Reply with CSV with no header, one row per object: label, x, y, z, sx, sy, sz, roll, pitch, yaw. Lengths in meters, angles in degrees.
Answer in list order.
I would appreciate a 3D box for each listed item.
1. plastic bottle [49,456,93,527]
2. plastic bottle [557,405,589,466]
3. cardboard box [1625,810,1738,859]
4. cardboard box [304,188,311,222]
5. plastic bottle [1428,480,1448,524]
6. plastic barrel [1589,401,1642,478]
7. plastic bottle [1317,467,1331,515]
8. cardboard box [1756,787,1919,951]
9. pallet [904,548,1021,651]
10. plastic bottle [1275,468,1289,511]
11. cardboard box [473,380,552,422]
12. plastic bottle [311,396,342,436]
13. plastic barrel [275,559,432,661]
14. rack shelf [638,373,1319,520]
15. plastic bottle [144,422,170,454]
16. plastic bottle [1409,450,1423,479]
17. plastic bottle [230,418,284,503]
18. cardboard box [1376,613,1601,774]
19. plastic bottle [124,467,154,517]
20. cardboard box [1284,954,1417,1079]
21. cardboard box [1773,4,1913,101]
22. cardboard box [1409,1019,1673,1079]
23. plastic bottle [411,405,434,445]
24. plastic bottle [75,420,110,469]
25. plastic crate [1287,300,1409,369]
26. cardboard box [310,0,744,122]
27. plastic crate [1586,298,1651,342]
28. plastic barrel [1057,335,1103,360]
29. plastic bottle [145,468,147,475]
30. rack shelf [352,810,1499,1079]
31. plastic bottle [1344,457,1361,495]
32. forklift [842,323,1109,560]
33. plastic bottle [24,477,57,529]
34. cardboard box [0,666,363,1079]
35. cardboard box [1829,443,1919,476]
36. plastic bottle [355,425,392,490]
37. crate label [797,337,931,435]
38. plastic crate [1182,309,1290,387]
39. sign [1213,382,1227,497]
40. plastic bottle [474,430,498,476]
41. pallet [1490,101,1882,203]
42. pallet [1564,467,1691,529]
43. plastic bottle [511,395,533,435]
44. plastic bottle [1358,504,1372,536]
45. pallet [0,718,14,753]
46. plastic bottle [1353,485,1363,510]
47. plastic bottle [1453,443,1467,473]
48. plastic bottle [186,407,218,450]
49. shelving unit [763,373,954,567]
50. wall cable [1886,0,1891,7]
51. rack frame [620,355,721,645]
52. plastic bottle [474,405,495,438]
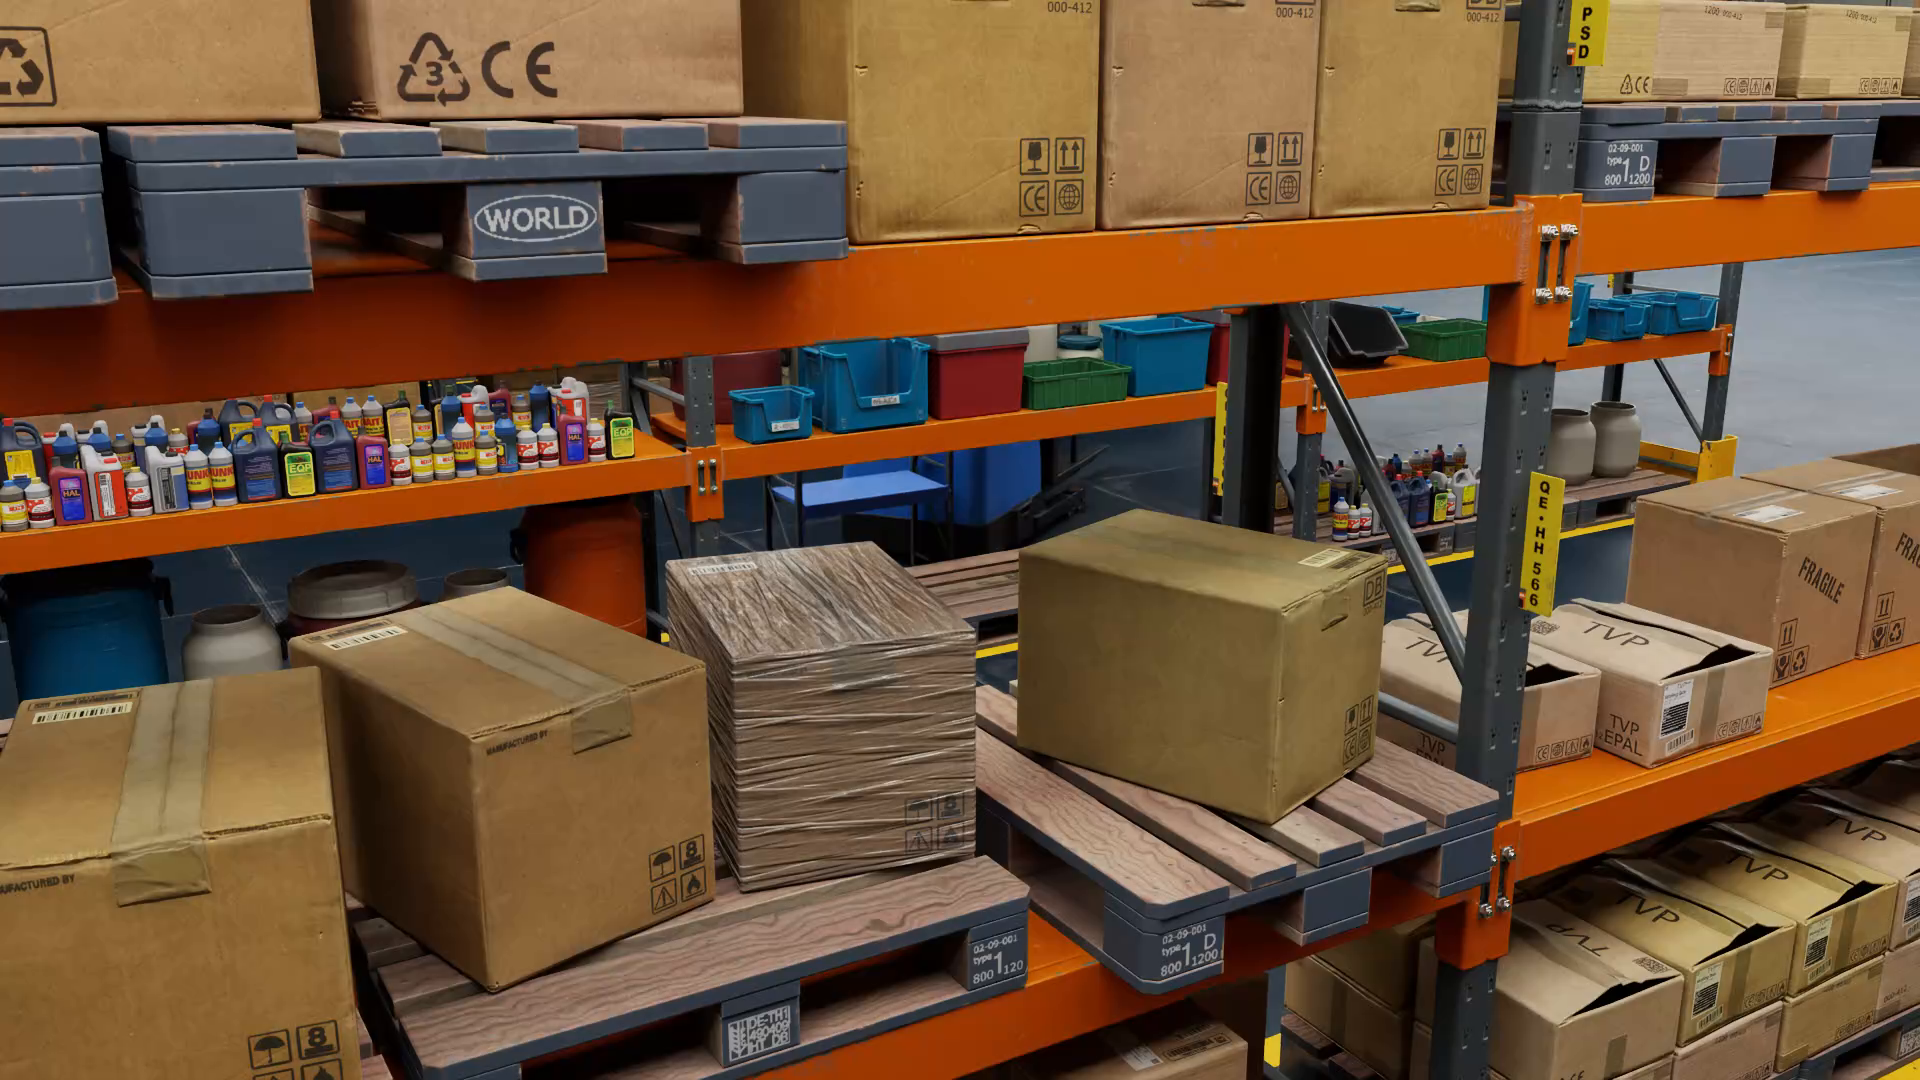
plastic bottle,-3.637,-0.204,6.797,0.133,0.283,0.061,-9,18,-30
plastic bottle,-1.829,-0.498,7.844,0.133,0.283,0.061,-9,18,-30
cardboard box,2.242,0.984,5.618,0.500,0.311,0.500,-9,18,-30
cardboard box,-4.690,-2.320,12.085,0.637,0.503,0.797,-9,18,-28
plastic bottle,3.155,-0.256,10.985,0.133,0.283,0.061,-8,18,-27
plastic barrel,4.829,-0.748,12.352,0.421,0.512,0.421,0,16,0
plastic bottle,2.403,-0.356,11.215,0.185,0.351,0.144,-9,18,-30
cardboard box,2.969,1.036,5.435,0.500,0.311,0.500,-9,18,-30
pallet,0.225,0.335,9.825,1.213,0.211,1.003,-9,18,-30
plastic bottle,2.167,-0.344,11.297,0.133,0.283,0.061,-8,18,-27
cardboard box,-3.491,-0.993,13.210,0.500,0.500,0.700,-10,19,-33
plastic bottle,-3.055,-0.549,8.028,0.133,0.283,0.061,-9,18,-30
plastic barrel,-2.883,0.447,7.947,0.708,0.588,0.600,-9,18,-30
rack shelf,0.210,-0.672,9.584,4.000,0.370,1.077,-9,18,-30
plastic bottle,-3.622,-0.398,7.510,0.097,0.271,0.097,0,16,0
plastic bottle,3.259,-0.509,11.910,0.097,0.271,0.097,0,16,0
plastic bottle,-3.041,-0.347,7.180,0.185,0.351,0.144,-9,18,-30
cardboard box,1.378,0.408,4.561,0.500,0.311,0.500,-8,18,-26
plastic bottle,-3.433,-0.204,6.948,0.097,0.201,0.097,0,16,0
cardboard box,1.369,1.398,5.182,0.500,0.250,0.500,-9,18,-28
cardboard box,2.340,-1.399,4.784,0.500,0.250,0.500,-10,18,-31
cardboard box,1.644,1.523,4.737,0.500,0.250,0.500,-9,18,-30
plastic bottle,-2.666,-0.567,8.244,0.097,0.201,0.097,0,16,0
plastic bottle,-3.901,-0.394,7.489,0.135,0.276,0.152,-9,18,-30
plastic crate,2.439,-1.310,10.642,0.504,0.338,0.767,-9,18,-30
cardboard box,-0.773,-1.020,2.785,0.600,0.600,0.600,-10,19,-32
plastic crate,4.519,-1.553,11.670,0.408,0.251,0.499,-9,18,-30
plastic barrel,0.711,-1.082,9.968,0.301,0.262,0.301,0,16,0
plastic bottle,-3.427,-0.253,7.121,0.097,0.201,0.097,0,16,0
rack shelf,-0.671,1.030,3.510,4.000,0.370,1.077,-9,18,-30
plastic bottle,2.770,-0.461,11.589,0.185,0.351,0.144,-9,18,-30
forklift,0.273,-1.622,11.765,1.130,2.935,3.031,7,17,23
plastic bottle,-3.746,-0.153,6.766,0.097,0.201,0.097,0,16,0
cardboard box,-1.307,0.587,2.795,0.500,0.500,0.700,-6,17,-21
cardboard box,3.354,-0.022,5.746,0.500,0.500,0.500,-8,17,-26
plastic bottle,-2.611,-0.371,7.391,0.133,0.283,0.061,-9,18,-30
crate label,-0.513,-0.833,8.760,0.616,0.435,0.502,-9,18,-30
plastic crate,1.667,-1.190,9.977,0.583,0.464,0.402,-9,18,-30
sign,0.755,-0.280,4.705,0.005,0.325,0.100,-9,18,-30
plastic bottle,-2.187,-0.406,7.668,0.097,0.201,0.097,0,16,0
pallet,1.579,-1.063,4.436,1.003,0.211,1.213,-8,18,-27
pallet,4.613,-0.377,12.364,1.213,0.211,1.003,-9,18,-30
plastic bottle,-2.238,-0.636,8.491,0.097,0.201,0.097,0,16,0
plastic bottle,2.598,-0.132,10.694,0.097,0.201,0.097,0,16,0
pallet,-4.250,1.060,7.236,1.213,0.211,1.003,-9,18,-30
plastic bottle,2.631,-0.219,10.853,0.133,0.283,0.061,-9,18,-30
plastic bottle,3.639,-0.571,12.129,0.097,0.271,0.097,0,16,0
plastic bottle,-3.527,-0.473,7.755,0.133,0.283,0.061,-9,18,-30
shelving unit,-0.617,-0.416,10.112,1.048,1.500,0.538,-9,18,-29
wall cable,24.394,-14.024,41.164,0.112,2.526,3.097,-9,18,-30
rack frame,-1.504,-0.741,8.495,0.127,3.000,1.000,-9,18,-30
plastic bottle,-2.358,-0.569,8.251,0.097,0.201,0.097,0,16,0
